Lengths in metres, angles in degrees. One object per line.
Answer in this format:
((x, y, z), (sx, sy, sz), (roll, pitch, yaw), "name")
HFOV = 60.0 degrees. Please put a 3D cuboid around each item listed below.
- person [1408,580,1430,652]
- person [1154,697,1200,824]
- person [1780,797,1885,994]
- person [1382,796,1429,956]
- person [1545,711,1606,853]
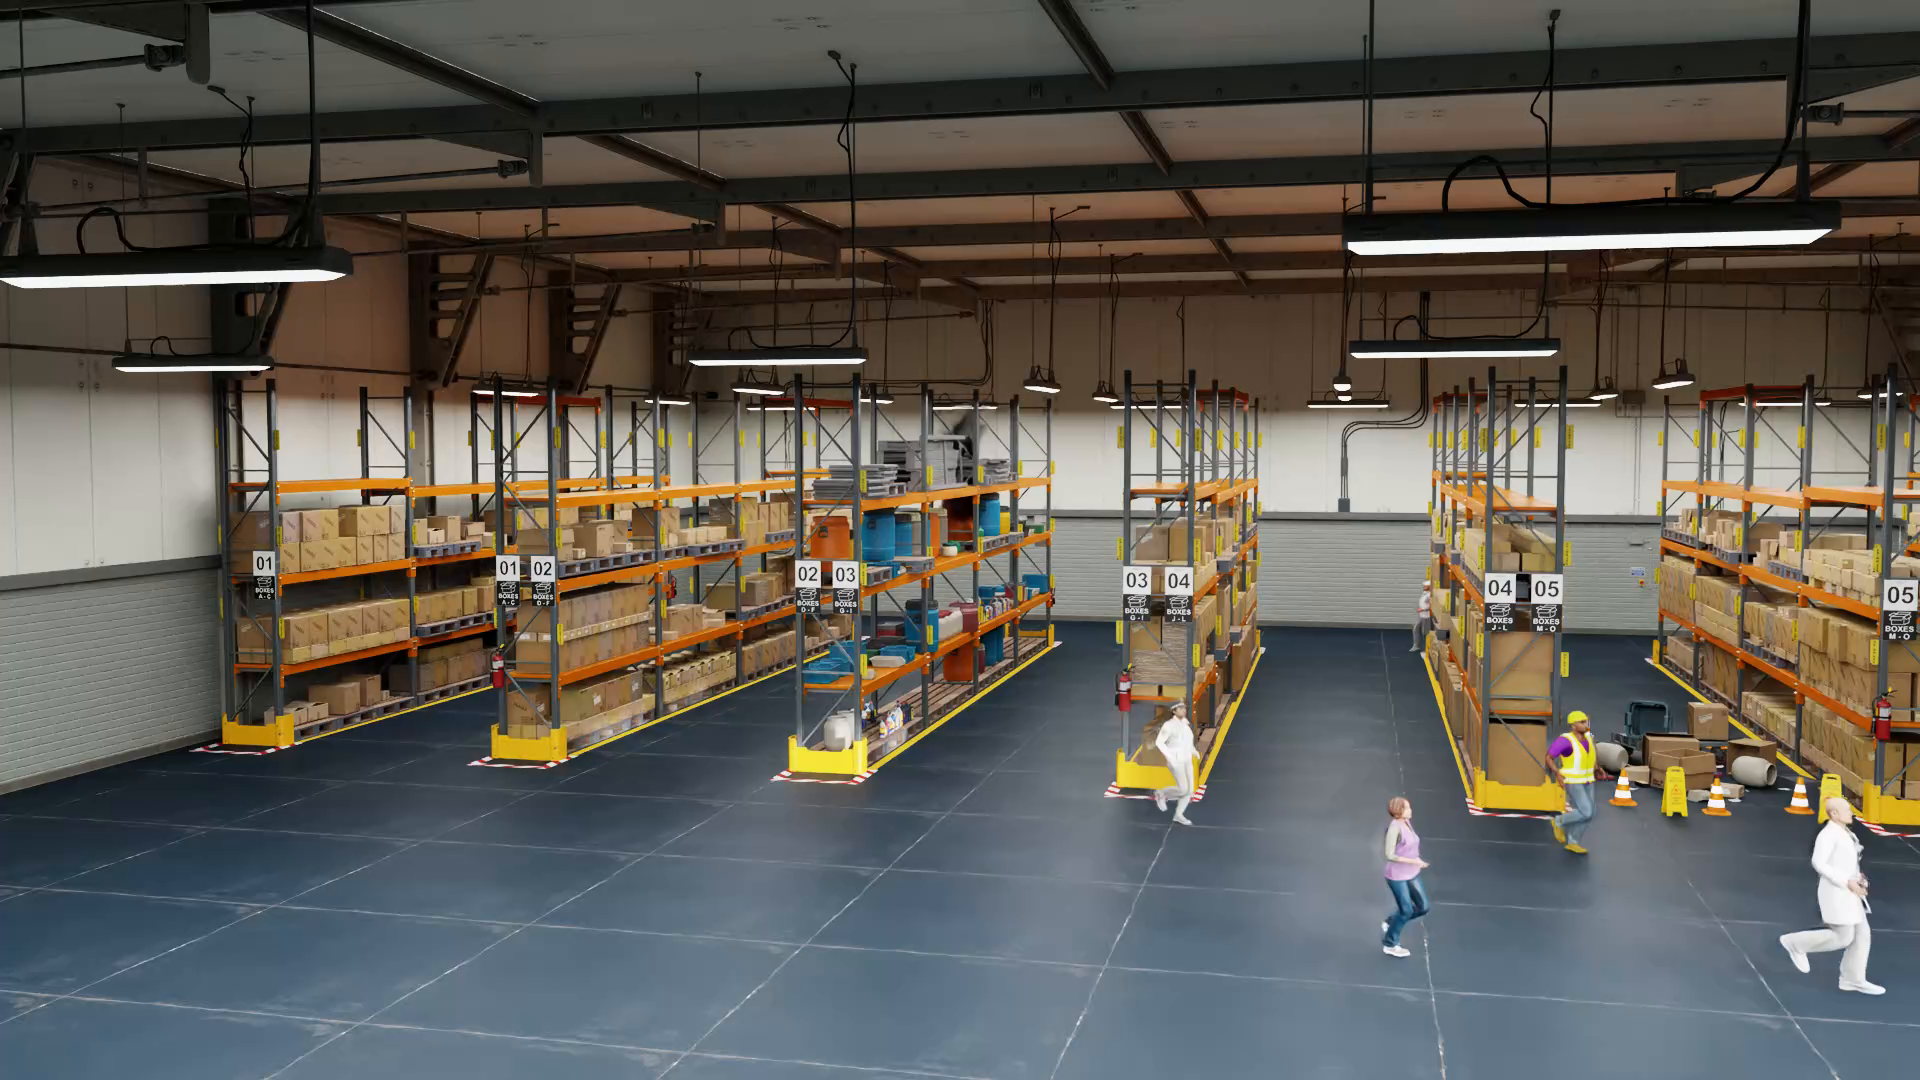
((11.030, 1.803, 39.152), (0.845, 1.756, 0.693), (0, 3, -1), "person")
((2.840, 2.876, 21.780), (0.627, 1.657, 0.559), (-3, 5, -42), "person")
((7.978, 3.212, 15.155), (0.865, 1.745, 0.726), (3, 5, 42), "person")
((4.312, 3.253, 16.054), (0.536, 1.556, 0.526), (3, 4, 39), "person")
((7.497, 2.935, 20.143), (0.701, 1.725, 0.579), (-2, 4, -30), "person")
